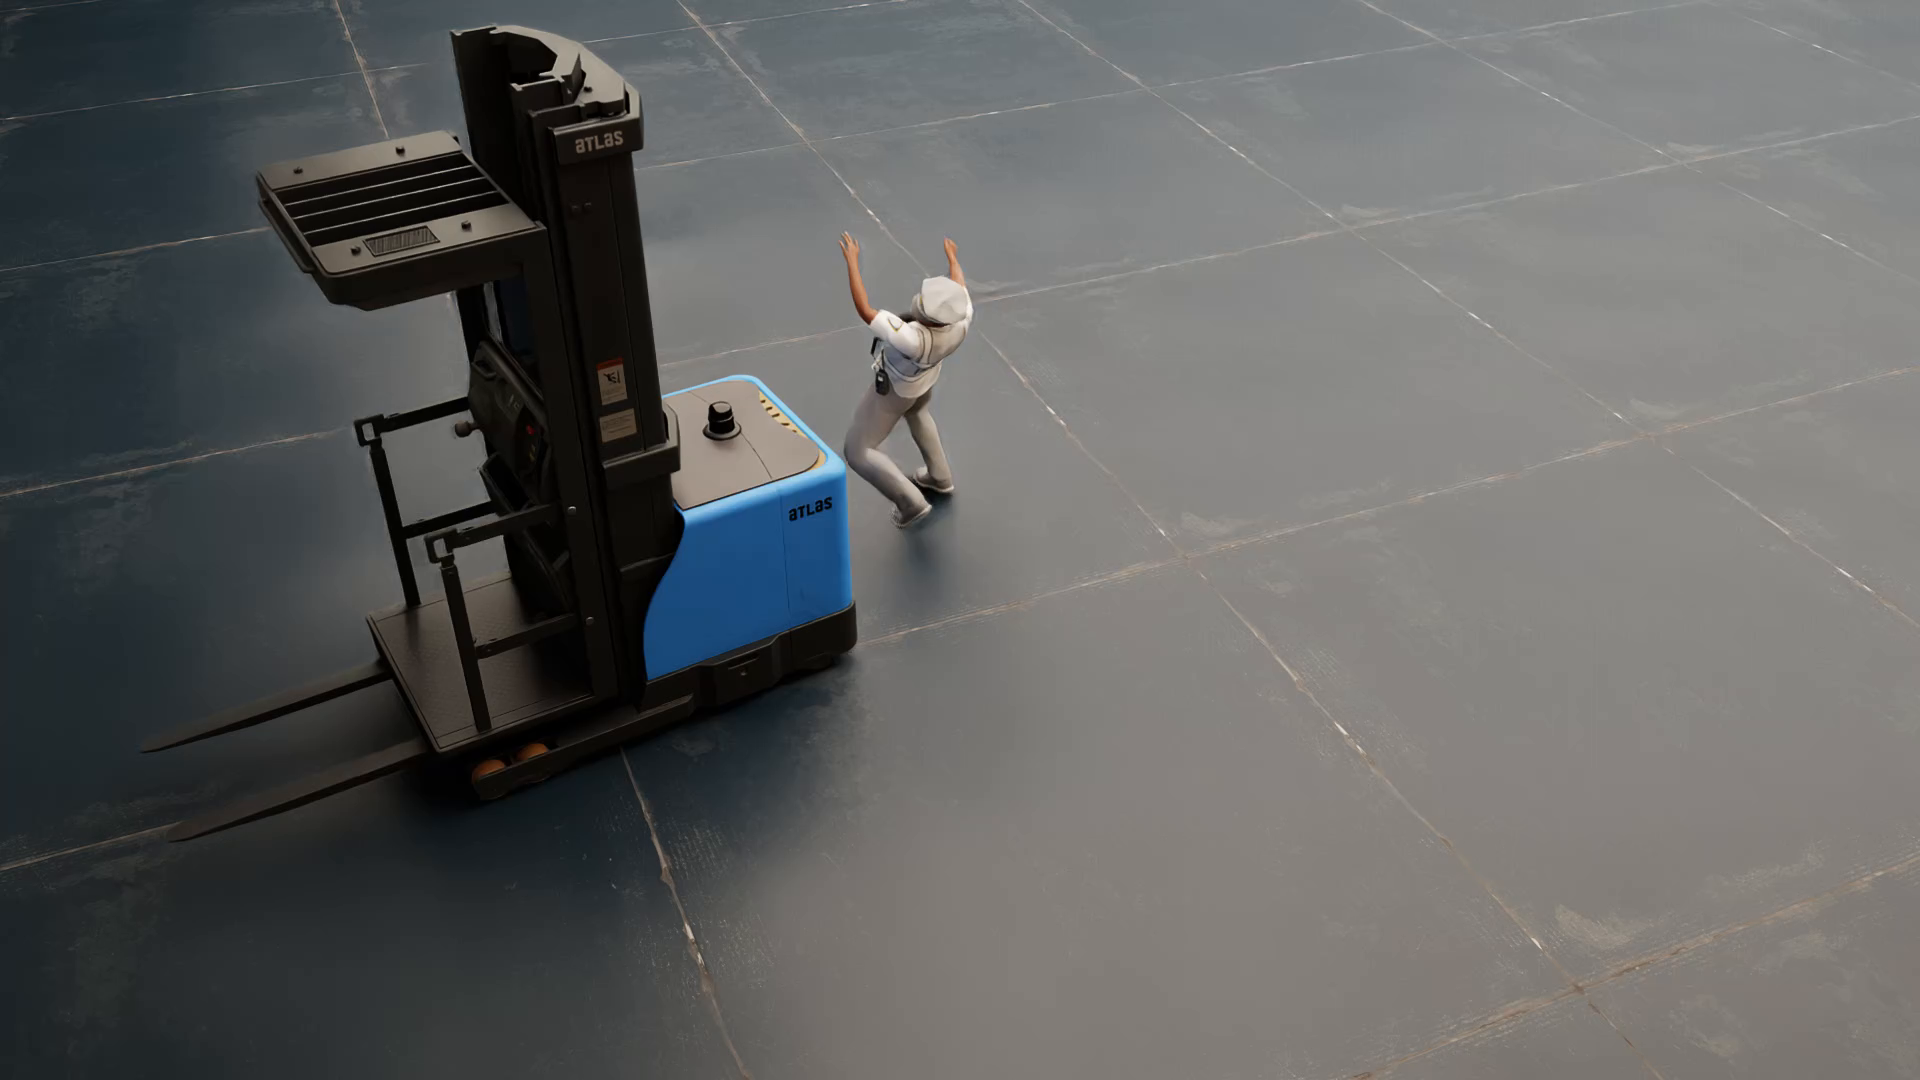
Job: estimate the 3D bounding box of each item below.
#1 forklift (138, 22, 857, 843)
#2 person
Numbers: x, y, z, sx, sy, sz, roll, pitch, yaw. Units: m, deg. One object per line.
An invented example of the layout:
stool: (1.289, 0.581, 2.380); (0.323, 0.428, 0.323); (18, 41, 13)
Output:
forklift: (-2.010, -0.444, 6.722); (3.031, 2.935, 1.130); (-20, 40, -25)
person: (-0.136, -0.895, 8.544); (0.710, 1.540, 1.002); (19, 40, 25)
